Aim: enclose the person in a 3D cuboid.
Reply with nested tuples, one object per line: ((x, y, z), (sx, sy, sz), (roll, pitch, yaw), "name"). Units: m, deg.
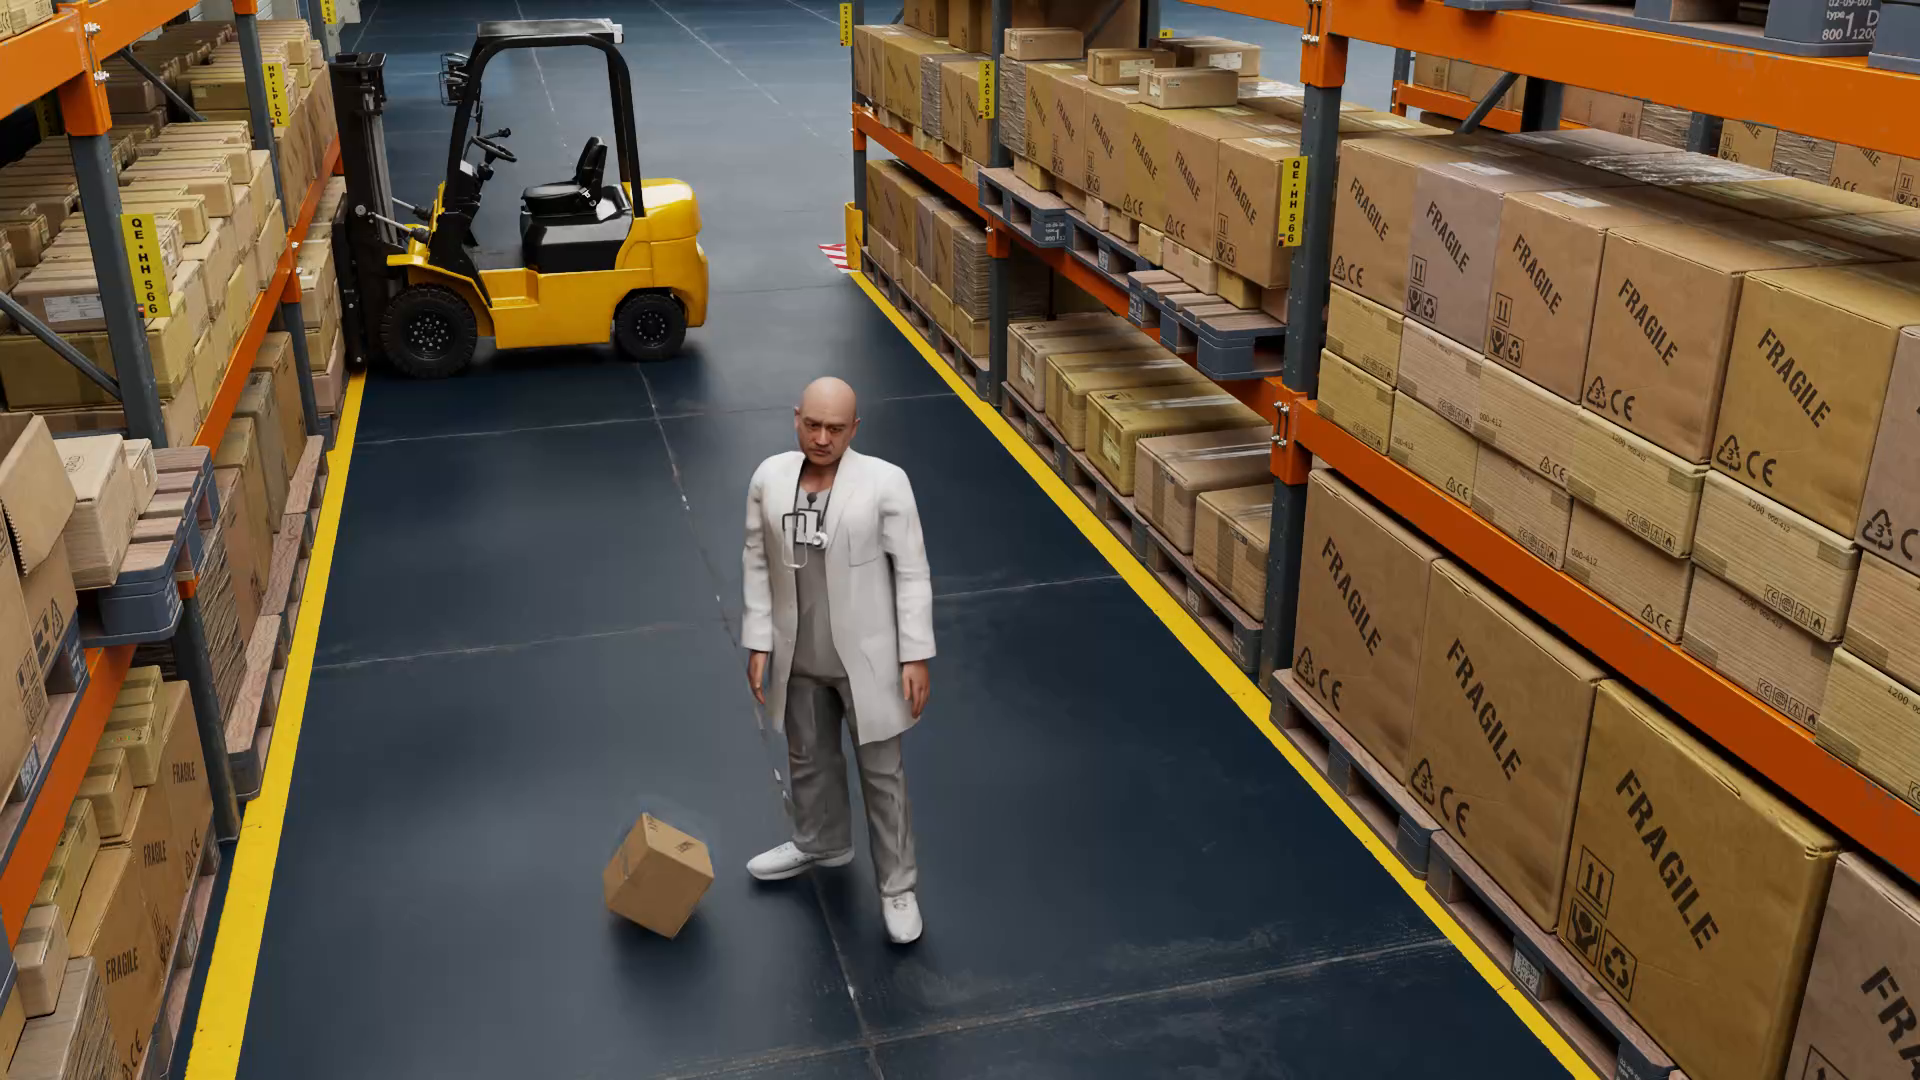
((-0.394, 0.356, 5.192), (0.689, 1.781, 0.455), (8, 24, 19), "person")
